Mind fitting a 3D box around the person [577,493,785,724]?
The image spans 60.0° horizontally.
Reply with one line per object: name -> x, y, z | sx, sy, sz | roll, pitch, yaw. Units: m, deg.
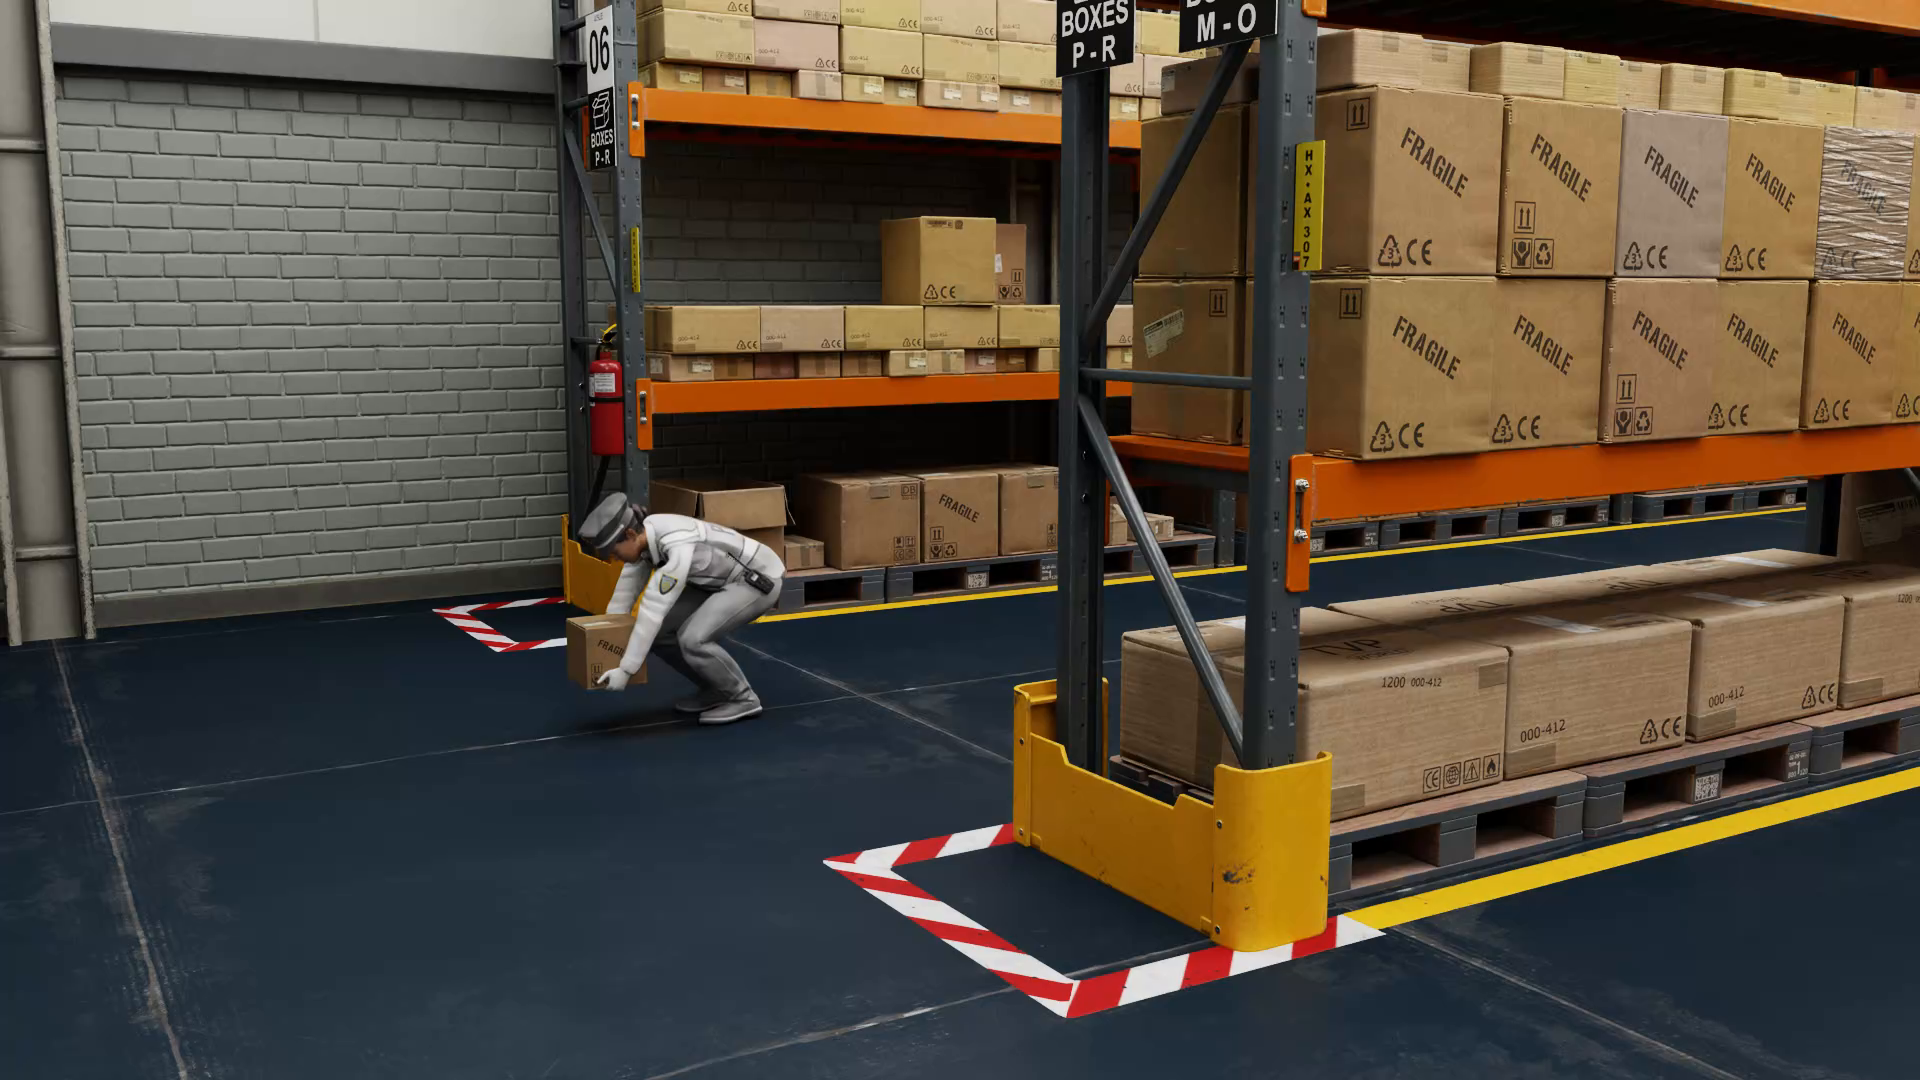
person -> -1.152, 0.270, 6.889 | 0.886, 0.977, 0.465 | -5, 10, -33
